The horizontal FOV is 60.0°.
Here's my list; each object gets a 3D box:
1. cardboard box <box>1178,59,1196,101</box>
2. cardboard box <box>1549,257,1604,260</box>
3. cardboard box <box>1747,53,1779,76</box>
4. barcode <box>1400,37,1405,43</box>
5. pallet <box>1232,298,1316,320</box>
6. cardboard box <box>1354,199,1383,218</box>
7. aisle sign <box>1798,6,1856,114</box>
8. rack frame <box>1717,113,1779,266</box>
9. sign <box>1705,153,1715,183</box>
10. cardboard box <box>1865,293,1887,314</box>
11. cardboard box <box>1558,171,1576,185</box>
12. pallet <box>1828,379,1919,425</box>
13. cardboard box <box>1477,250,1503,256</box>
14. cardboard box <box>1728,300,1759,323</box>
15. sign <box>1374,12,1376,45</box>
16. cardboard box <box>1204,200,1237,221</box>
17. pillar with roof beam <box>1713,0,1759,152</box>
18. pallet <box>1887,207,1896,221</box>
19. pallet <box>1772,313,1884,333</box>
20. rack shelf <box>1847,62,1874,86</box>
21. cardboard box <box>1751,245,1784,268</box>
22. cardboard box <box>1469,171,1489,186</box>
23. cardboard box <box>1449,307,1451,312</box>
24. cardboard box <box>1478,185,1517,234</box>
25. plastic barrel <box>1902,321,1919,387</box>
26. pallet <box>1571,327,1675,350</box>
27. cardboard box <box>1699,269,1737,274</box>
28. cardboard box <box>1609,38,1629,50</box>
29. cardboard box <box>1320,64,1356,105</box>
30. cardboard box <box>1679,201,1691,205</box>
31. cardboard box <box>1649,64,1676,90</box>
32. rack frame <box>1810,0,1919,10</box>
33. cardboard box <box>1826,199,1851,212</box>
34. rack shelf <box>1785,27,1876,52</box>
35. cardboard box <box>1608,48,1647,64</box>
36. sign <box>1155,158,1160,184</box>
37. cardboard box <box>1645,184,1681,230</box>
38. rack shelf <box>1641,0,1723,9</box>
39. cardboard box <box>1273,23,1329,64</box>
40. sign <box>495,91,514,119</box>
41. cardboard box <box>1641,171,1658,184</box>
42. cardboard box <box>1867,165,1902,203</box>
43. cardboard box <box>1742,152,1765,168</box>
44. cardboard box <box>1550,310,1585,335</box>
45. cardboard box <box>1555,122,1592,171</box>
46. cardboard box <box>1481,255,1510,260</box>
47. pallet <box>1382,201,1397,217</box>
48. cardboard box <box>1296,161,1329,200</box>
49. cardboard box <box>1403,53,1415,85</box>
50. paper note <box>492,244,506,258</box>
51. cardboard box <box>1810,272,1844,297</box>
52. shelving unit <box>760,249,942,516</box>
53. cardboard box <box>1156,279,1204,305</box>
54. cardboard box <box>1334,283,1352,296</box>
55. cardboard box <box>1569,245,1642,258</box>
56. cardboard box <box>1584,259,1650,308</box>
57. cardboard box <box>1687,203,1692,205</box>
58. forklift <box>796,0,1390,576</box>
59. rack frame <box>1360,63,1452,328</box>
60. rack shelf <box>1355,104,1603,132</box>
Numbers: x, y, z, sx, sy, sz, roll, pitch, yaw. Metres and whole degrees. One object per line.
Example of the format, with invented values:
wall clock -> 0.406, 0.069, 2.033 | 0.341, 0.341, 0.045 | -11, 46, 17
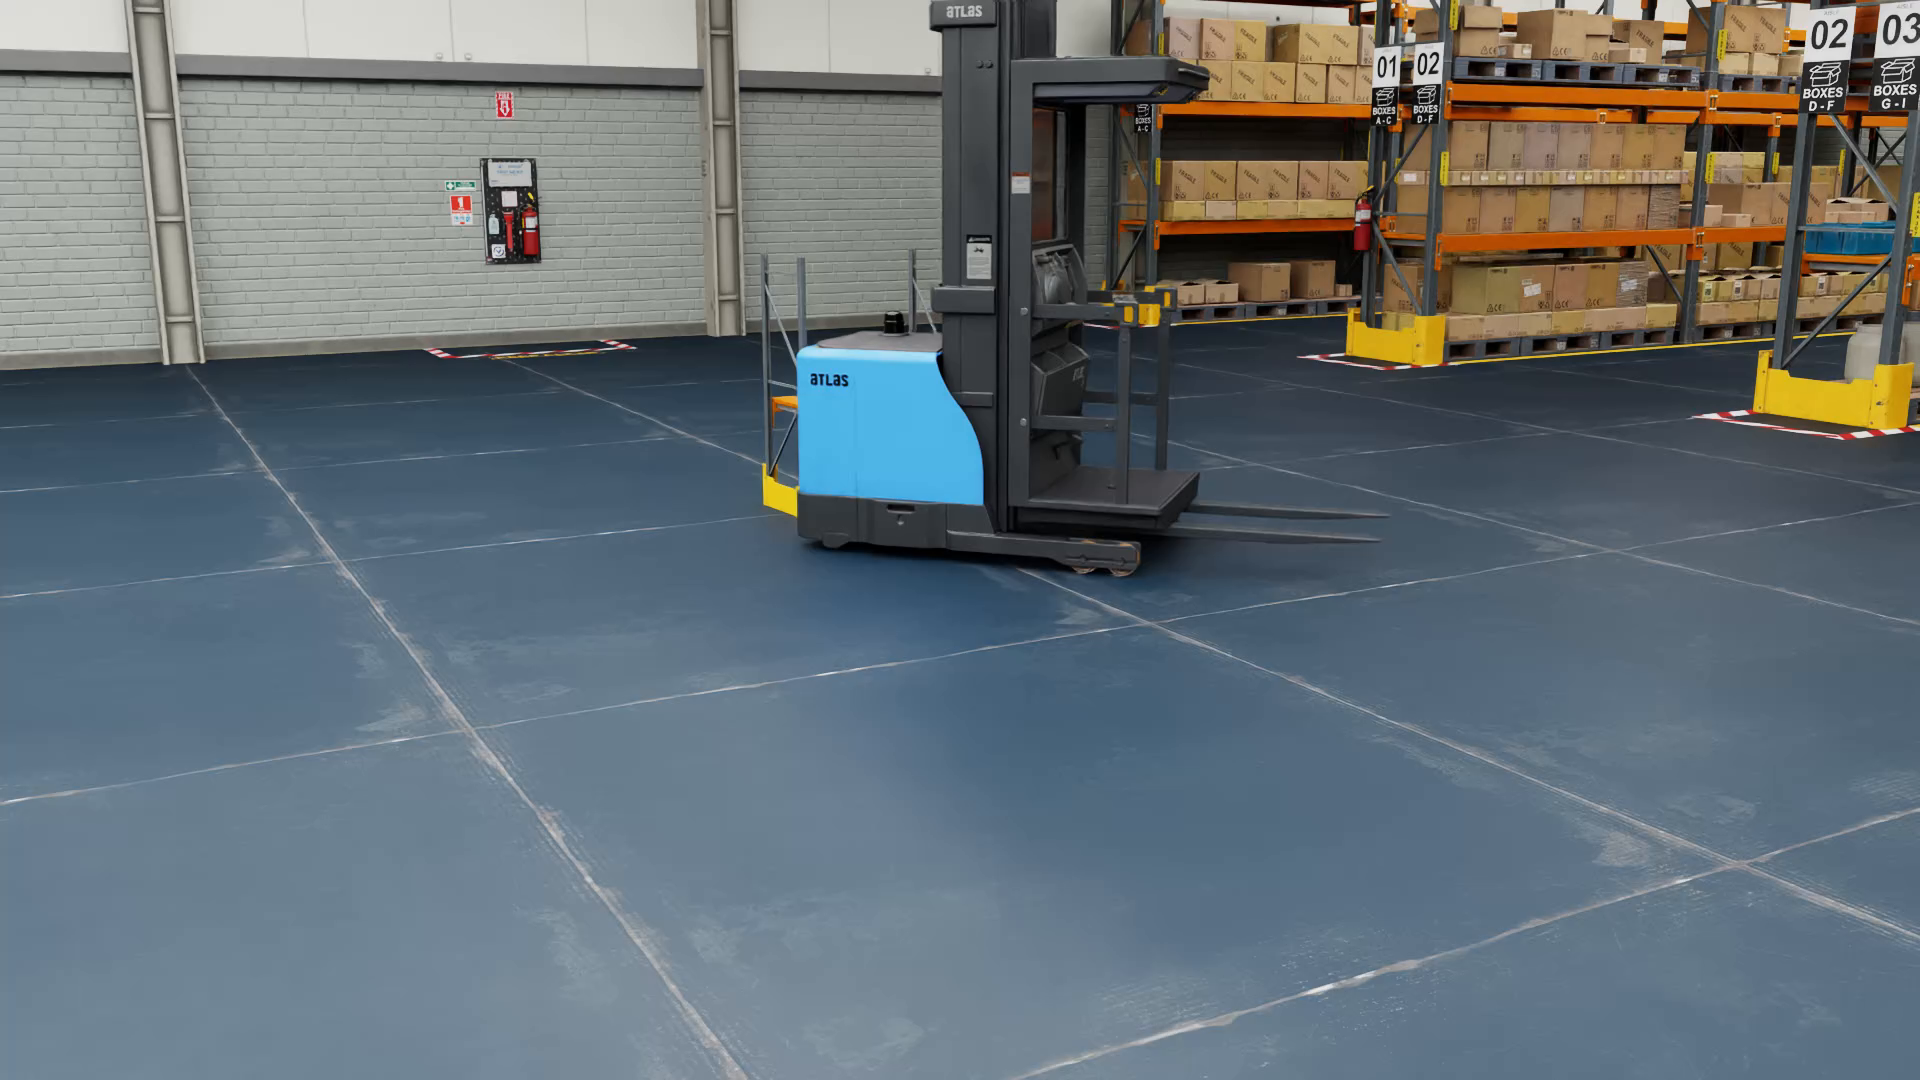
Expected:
cardboard box -> 2.649, -5.847, 21.154 | 0.500, 0.500, 0.500 | -6, 14, -26
cardboard box -> 7.132, -2.991, 19.168 | 0.500, 0.500, 0.500 | -7, 14, -28
cardboard box -> 9.150, -5.521, 19.364 | 0.500, 0.250, 0.500 | -8, 15, -33
barcode -> 4.647, -5.255, 17.475 | 0.075, 0.075, 0.001 | -7, 14, -28
pallet -> 4.102, -3.192, 22.812 | 1.213, 0.211, 1.003 | -7, 14, -28
cardboard box -> 5.477, -4.587, 22.957 | 0.500, 0.250, 0.500 | -7, 14, -28
aisle sign -> 6.778, -3.747, 13.006 | 0.004, 0.787, 0.394 | -7, 14, -28
rack frame -> 12.769, -5.601, 27.163 | 0.127, 3.000, 1.000 | -7, 14, -28
sign -> 8.391, -4.159, 18.605 | 0.005, 0.325, 0.100 | -7, 14, -28
cardboard box -> 11.290, -2.987, 20.854 | 0.500, 0.250, 0.500 | -6, 14, -27
cardboard box -> 6.410, -3.911, 17.948 | 0.250, 0.149, 0.380 | -7, 14, -27
pallet -> 7.743, -1.170, 13.828 | 1.213, 0.211, 1.003 | -7, 14, -28
cardboard box -> 7.672, -4.352, 24.599 | 0.500, 0.250, 0.500 | -7, 14, -28
cardboard box -> 9.046, -2.716, 19.654 | 0.500, 0.250, 0.500 | -6, 14, -26
sign -> 4.365, -5.347, 17.367 | 0.005, 0.325, 0.100 | -7, 14, -28
cardboard box -> 3.266, -4.322, 21.779 | 0.500, 0.250, 0.500 | -7, 15, -30
pillar with roof beam -> 15.032, -7.938, 23.886 | 0.400, 9.000, 9.100 | -7, 14, -28
pallet -> 12.196, -4.217, 21.451 | 1.003, 0.211, 1.213 | -7, 14, -28
pallet -> 10.894, -2.786, 21.008 | 1.213, 0.211, 1.003 | -7, 14, -28
rack shelf -> 8.739, -3.752, 13.755 | 4.000, 0.370, 1.077 | -7, 14, -28
cardboard box -> 13.475, -4.645, 27.654 | 0.500, 0.500, 0.700 | -7, 14, -27
cardboard box -> 5.291, -3.777, 17.356 | 0.250, 0.149, 0.380 | -7, 15, -29
cardboard box -> 5.375, -2.416, 18.317 | 0.500, 0.250, 0.500 | -7, 14, -28
cardboard box -> 5.488, -3.536, 17.760 | 0.500, 0.500, 0.700 | -6, 14, -26
plastic barrel -> 7.964, -1.557, 13.905 | 0.421, 0.512, 0.421 | 0, 13, 0
pallet -> 7.406, -2.369, 19.154 | 1.213, 0.211, 1.003 | -7, 14, -28
cardboard box -> 9.235, -3.148, 20.292 | 0.500, 0.311, 0.500 | -7, 14, -28
cardboard box -> 7.082, -5.439, 18.541 | 0.500, 0.311, 0.500 | -8, 15, -31
cardboard box -> 4.972, -6.129, 22.408 | 0.500, 0.500, 0.500 | -8, 15, -33
cardboard box -> 11.233, -5.247, 26.118 | 0.250, 0.149, 0.380 | -6, 14, -26
cardboard box -> 10.588, -7.090, 25.721 | 0.500, 0.500, 0.700 | -6, 14, -25
rack frame -> 6.983, -5.356, 12.412 | 0.127, 3.000, 1.000 | -7, 14, -28
cardboard box -> 10.757, -4.125, 20.811 | 0.500, 0.311, 0.500 | -7, 14, -29
rack shelf -> 14.524, -8.192, 27.563 | 4.000, 0.370, 1.077 | -7, 14, -28
cardboard box -> 7.196, -5.239, 18.022 | 0.250, 0.149, 0.380 | -7, 14, -28
sign -> 2.496, -4.656, 20.994 | 0.005, 0.325, 0.100 | -7, 14, -28
cardboard box -> 7.737, -3.806, 18.960 | 0.500, 0.500, 0.700 | -7, 15, -29
rack shelf -> 6.368, -5.975, 17.713 | 4.000, 0.370, 1.077 | -7, 14, -28
cardboard box -> 4.508, -6.547, 21.987 | 0.500, 0.500, 0.500 | -7, 15, -30
sign -> -5.072, -4.844, 18.522 | 0.199, 0.298, 0.001 | -7, 14, -28
cardboard box -> 7.541, -4.046, 18.552 | 0.250, 0.149, 0.380 | -7, 15, -30
cardboard box -> 12.134, -4.567, 21.387 | 0.700, 0.500, 0.500 | 11, 17, 41
cardboard box -> 12.482, -6.072, 26.598 | 0.500, 0.250, 0.500 | -6, 14, -26
cardboard box -> 6.508, -2.418, 18.330 | 0.500, 0.250, 0.500 | -7, 14, -28
cardboard box -> 6.416, -4.280, 18.113 | 0.500, 0.500, 0.700 | -7, 14, -28
cardboard box -> 7.721, -4.000, 24.741 | 0.500, 0.500, 0.700 | -7, 14, -28
pallet -> 6.488, -4.718, 23.678 | 1.213, 0.211, 1.003 | -7, 14, -28
cardboard box -> 4.598, -4.848, 22.405 | 0.500, 0.500, 0.500 | -7, 15, -29
cardboard box -> 6.265, -6.518, 23.224 | 0.500, 0.500, 0.500 | -5, 13, -20
paper note -> -5.206, -3.260, 18.768 | 0.142, 0.148, 0.016 | -7, 14, -28
cardboard box -> 10.396, -3.152, 20.310 | 0.500, 0.311, 0.500 | -7, 14, -28
shelving unit -> -0.586, -0.960, 9.960 | 1.083, 1.500, 0.587 | -8, 15, -32
cardboard box -> 2.887, -3.297, 22.047 | 0.500, 0.311, 0.500 | -9, 15, -34
cardboard box -> 5.292, -3.529, 23.411 | 0.250, 0.166, 0.380 | -9, 16, -35
cardboard box -> 9.966, -4.388, 25.715 | 0.750, 0.750, 0.750 | -7, 14, -29
cardboard box -> 7.377, -2.893, 18.729 | 0.500, 0.500, 0.500 | -7, 14, -28
cardboard box -> 8.808, -3.867, 19.767 | 0.258, 0.266, 0.396 | -7, 15, -29
forklift -> 0.705, -1.380, 8.566 | 3.031, 2.935, 1.130 | 4, 13, 18
rack frame -> 4.613, -3.384, 17.314 | 0.127, 3.000, 1.000 | -7, 14, -28
rack shelf -> 7.503, -6.082, 24.108 | 4.000, 0.370, 1.077 | -7, 14, -28
